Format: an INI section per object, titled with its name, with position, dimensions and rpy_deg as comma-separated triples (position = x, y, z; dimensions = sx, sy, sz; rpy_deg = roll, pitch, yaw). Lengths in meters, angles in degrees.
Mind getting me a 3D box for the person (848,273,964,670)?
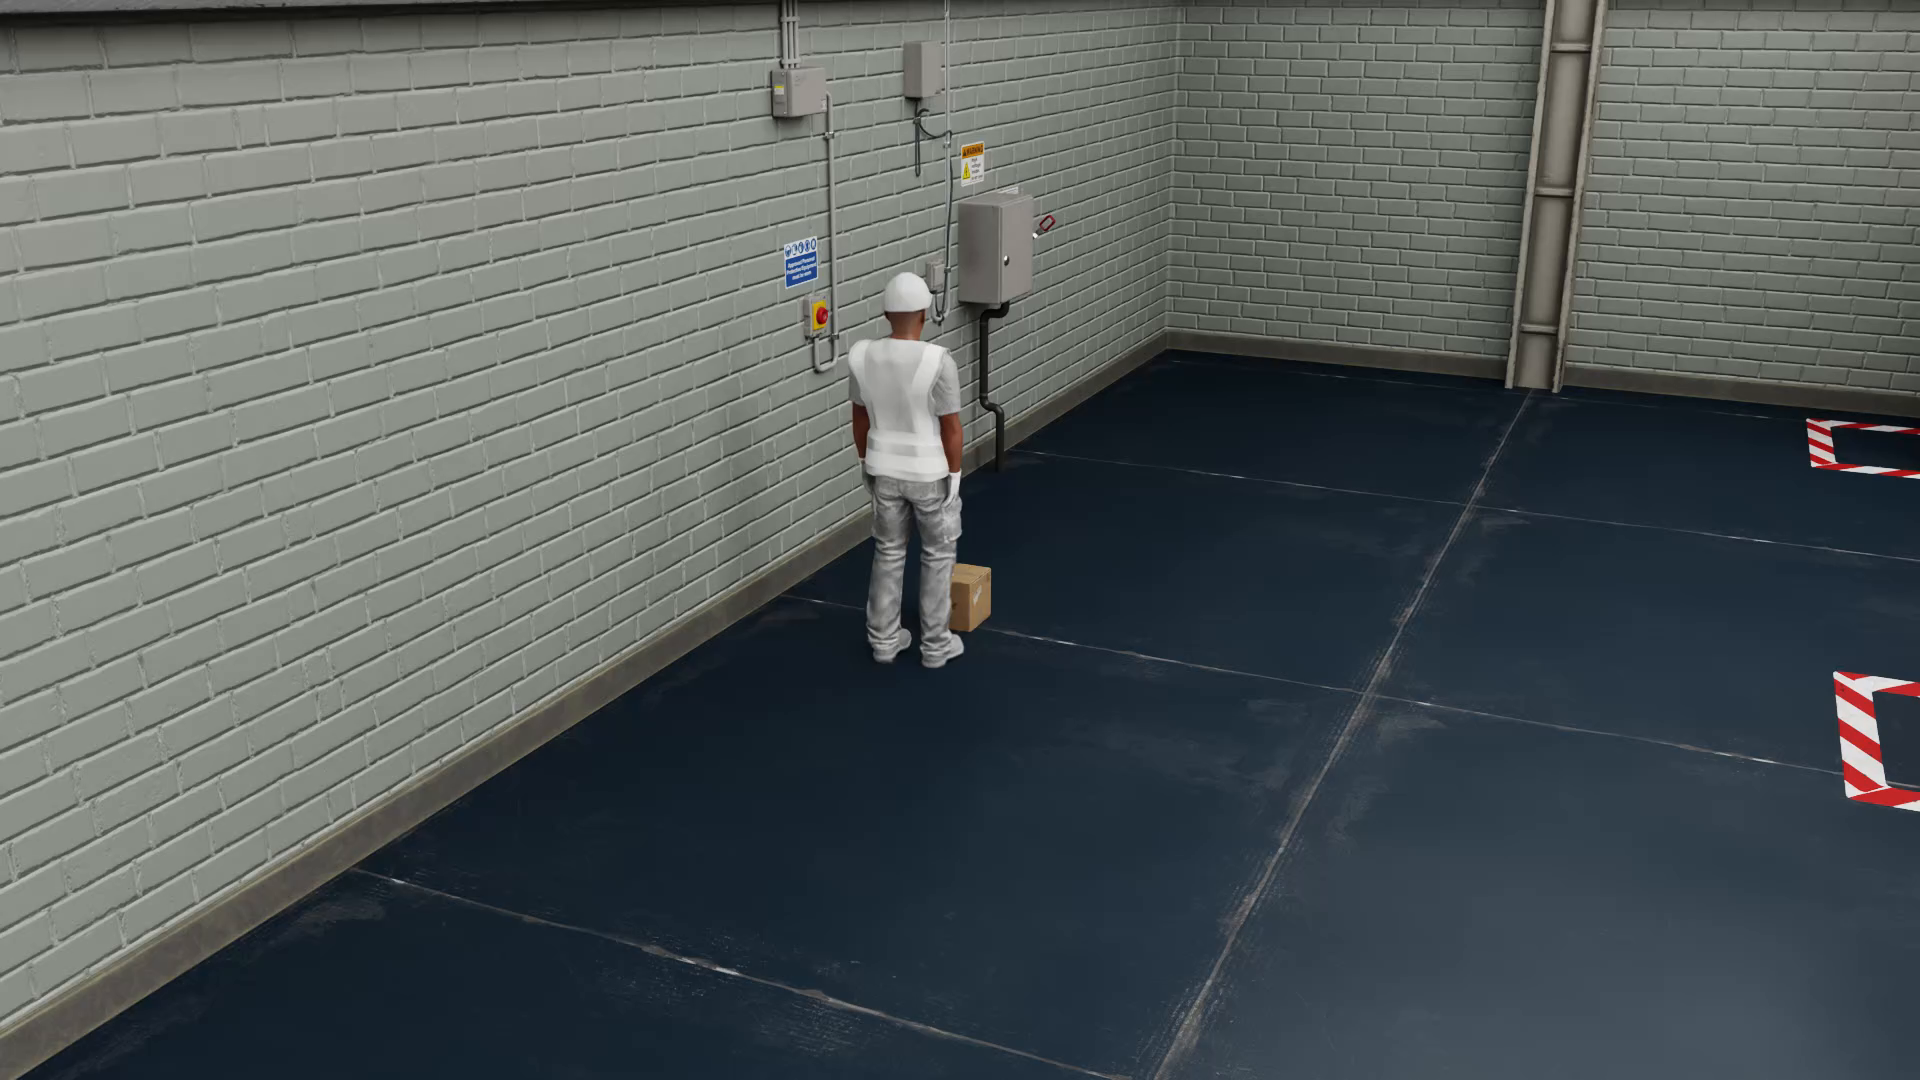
[person]
position = -0.224, -0.308, 7.440
dimensions = 0.545, 1.781, 0.366
rpy_deg = 9, 21, 24
